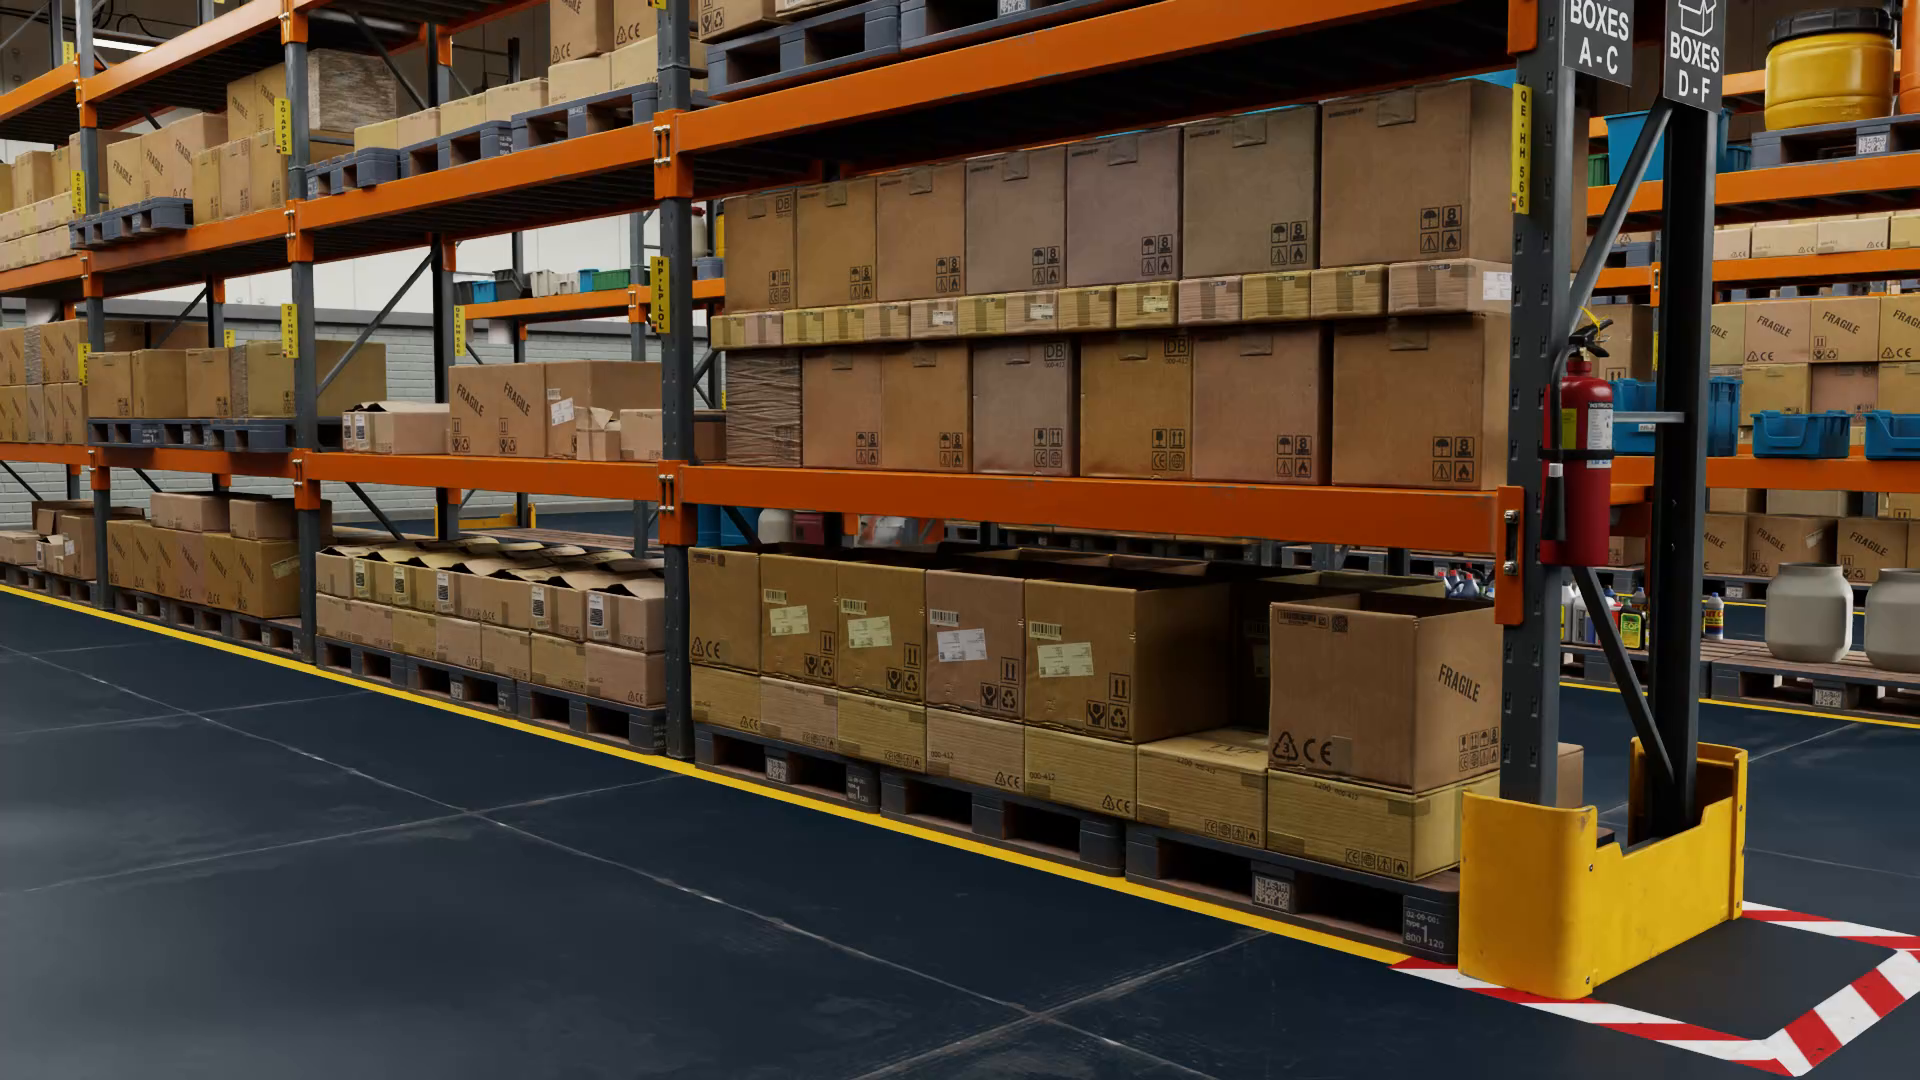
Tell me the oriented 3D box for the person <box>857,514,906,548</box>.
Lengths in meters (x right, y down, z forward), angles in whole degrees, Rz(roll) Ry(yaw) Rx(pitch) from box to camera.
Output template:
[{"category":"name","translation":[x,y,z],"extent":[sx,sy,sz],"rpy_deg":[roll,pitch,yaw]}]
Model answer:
[{"category":"person","translation":[-0.484,-0.073,10.631],"extent":[0.419,1.598,0.435],"rpy_deg":[0,4,6]}]
